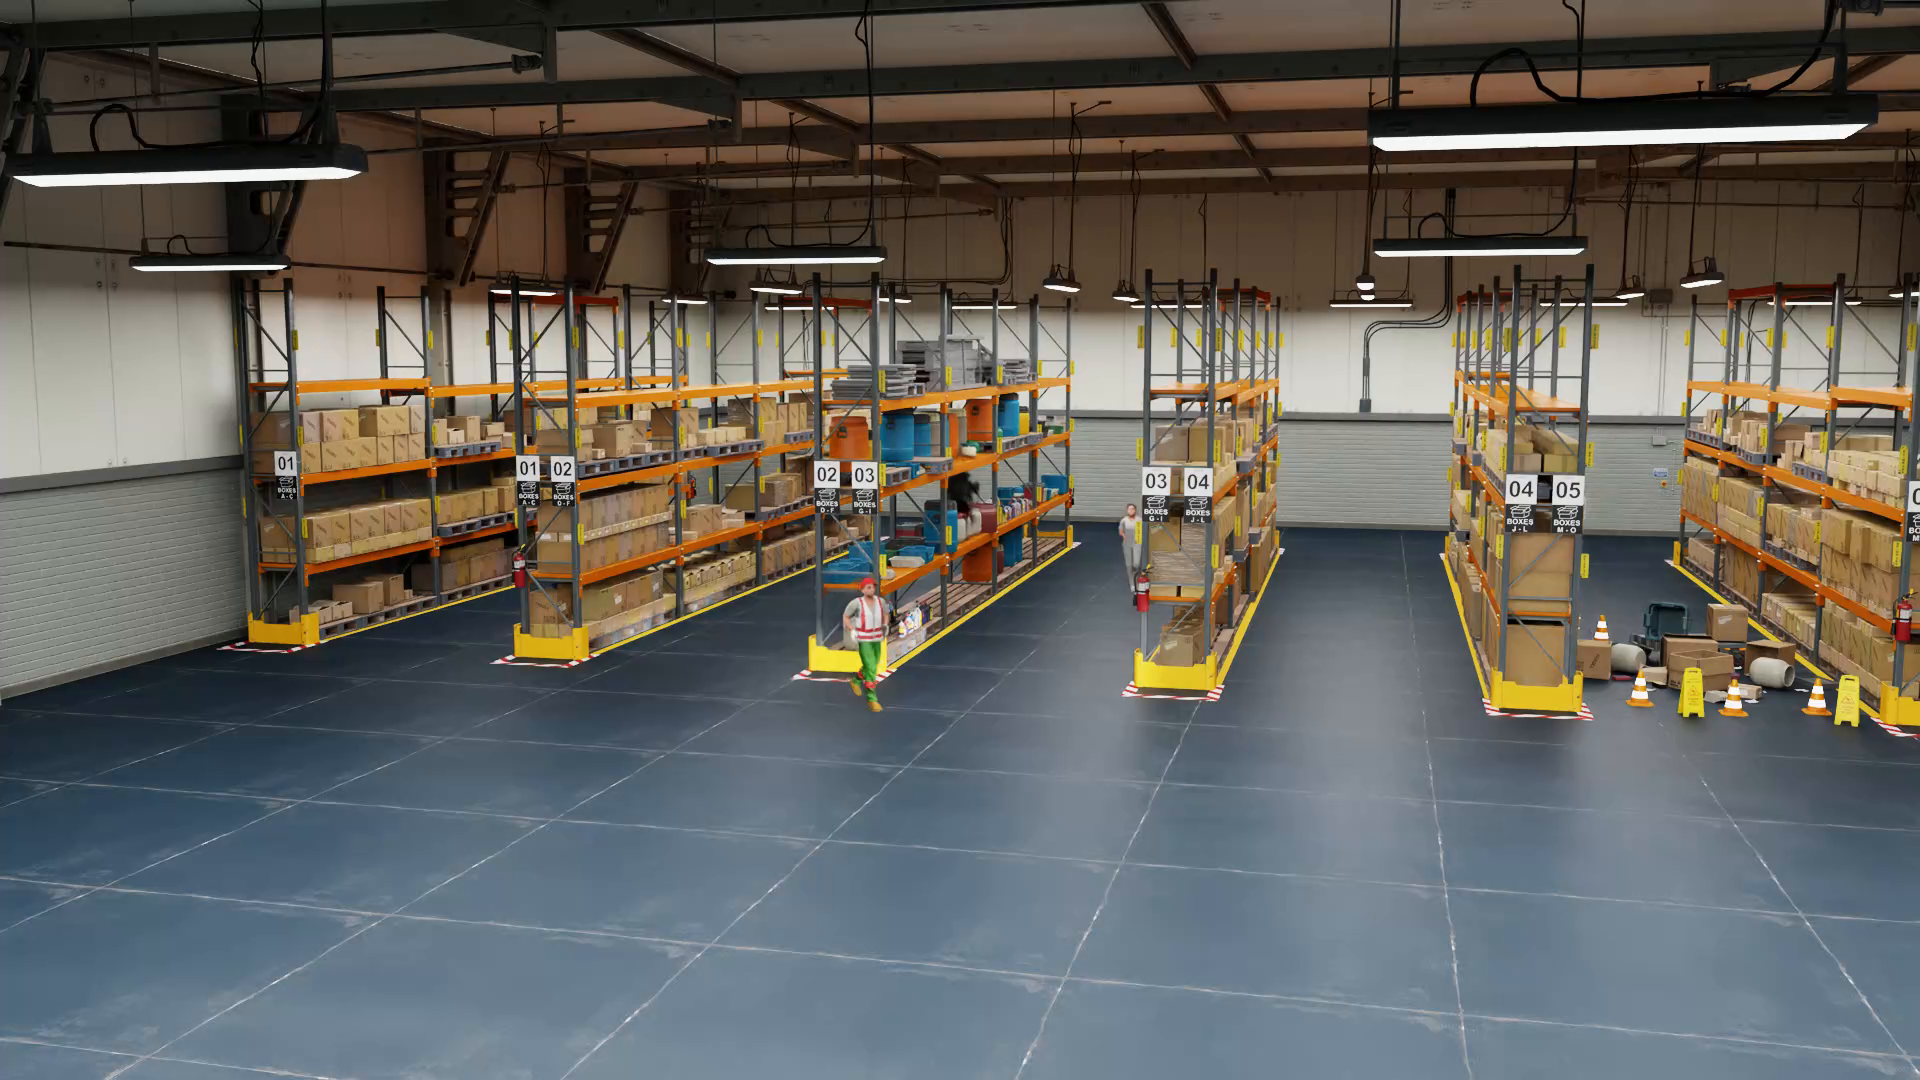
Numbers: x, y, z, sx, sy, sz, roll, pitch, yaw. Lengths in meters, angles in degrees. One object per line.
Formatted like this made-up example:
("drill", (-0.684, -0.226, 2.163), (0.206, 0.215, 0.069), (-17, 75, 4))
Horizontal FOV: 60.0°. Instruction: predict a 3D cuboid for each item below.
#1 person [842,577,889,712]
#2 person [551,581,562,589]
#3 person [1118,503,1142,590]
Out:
("person", (-1.278, 1.392, 22.793), (0.647, 1.810, 0.857), (-5, 8, -34))
("person", (-7.199, 0.634, 29.865), (0.597, 1.679, 0.695), (1, 7, 10))
("person", (3.241, 0.160, 31.277), (0.540, 1.706, 0.649), (1, 7, 12))
